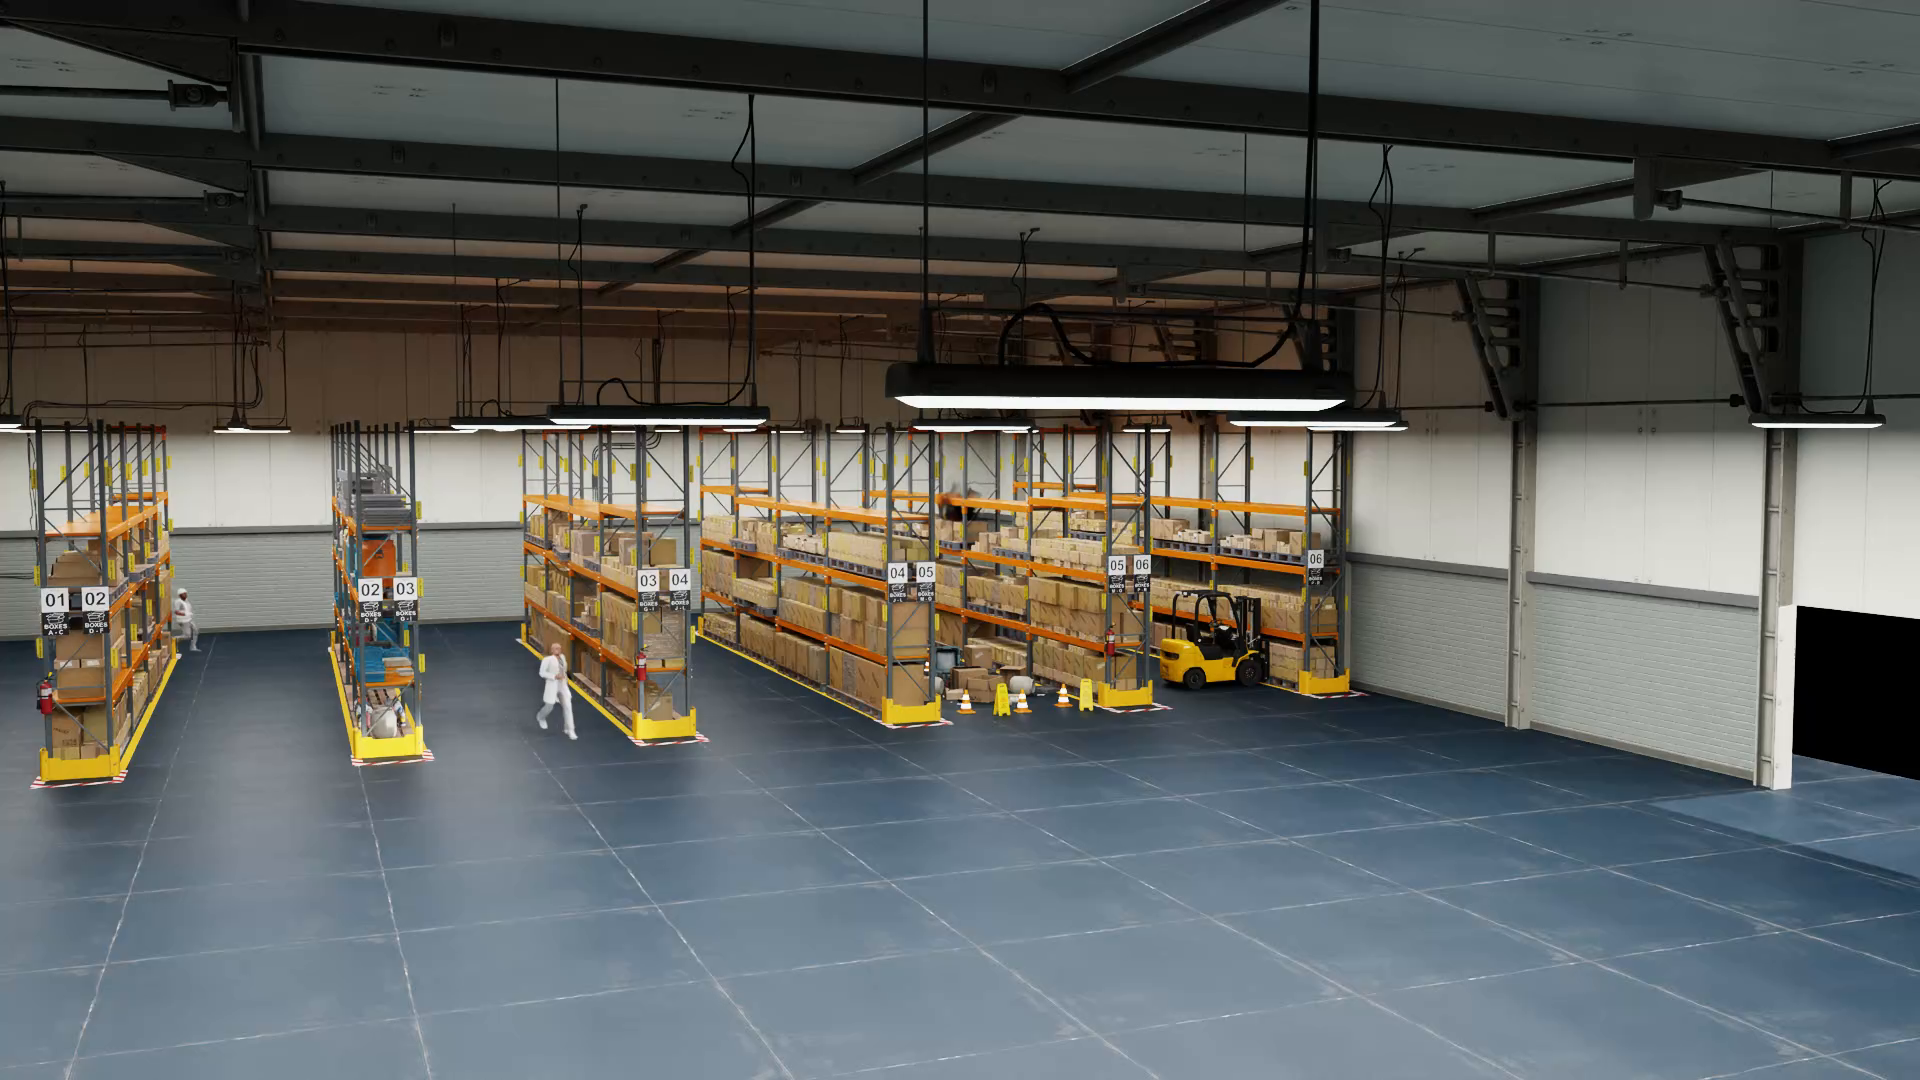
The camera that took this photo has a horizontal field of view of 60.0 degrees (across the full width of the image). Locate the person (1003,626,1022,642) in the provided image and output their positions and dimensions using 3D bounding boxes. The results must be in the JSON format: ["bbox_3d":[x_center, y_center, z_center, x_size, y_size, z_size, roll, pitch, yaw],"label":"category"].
[{"bbox_3d":[1.414,2.045,45.014,0.641,1.767,0.740,-2,4,-26],"label":"person"}]

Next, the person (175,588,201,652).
[{"bbox_3d":[-20.549,2.136,43.986,0.739,1.724,0.714,0,4,-8],"label":"person"}]

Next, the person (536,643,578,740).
[{"bbox_3d":[-7.738,2.862,31.681,0.668,1.807,1.195,-3,5,-42],"label":"person"}]
